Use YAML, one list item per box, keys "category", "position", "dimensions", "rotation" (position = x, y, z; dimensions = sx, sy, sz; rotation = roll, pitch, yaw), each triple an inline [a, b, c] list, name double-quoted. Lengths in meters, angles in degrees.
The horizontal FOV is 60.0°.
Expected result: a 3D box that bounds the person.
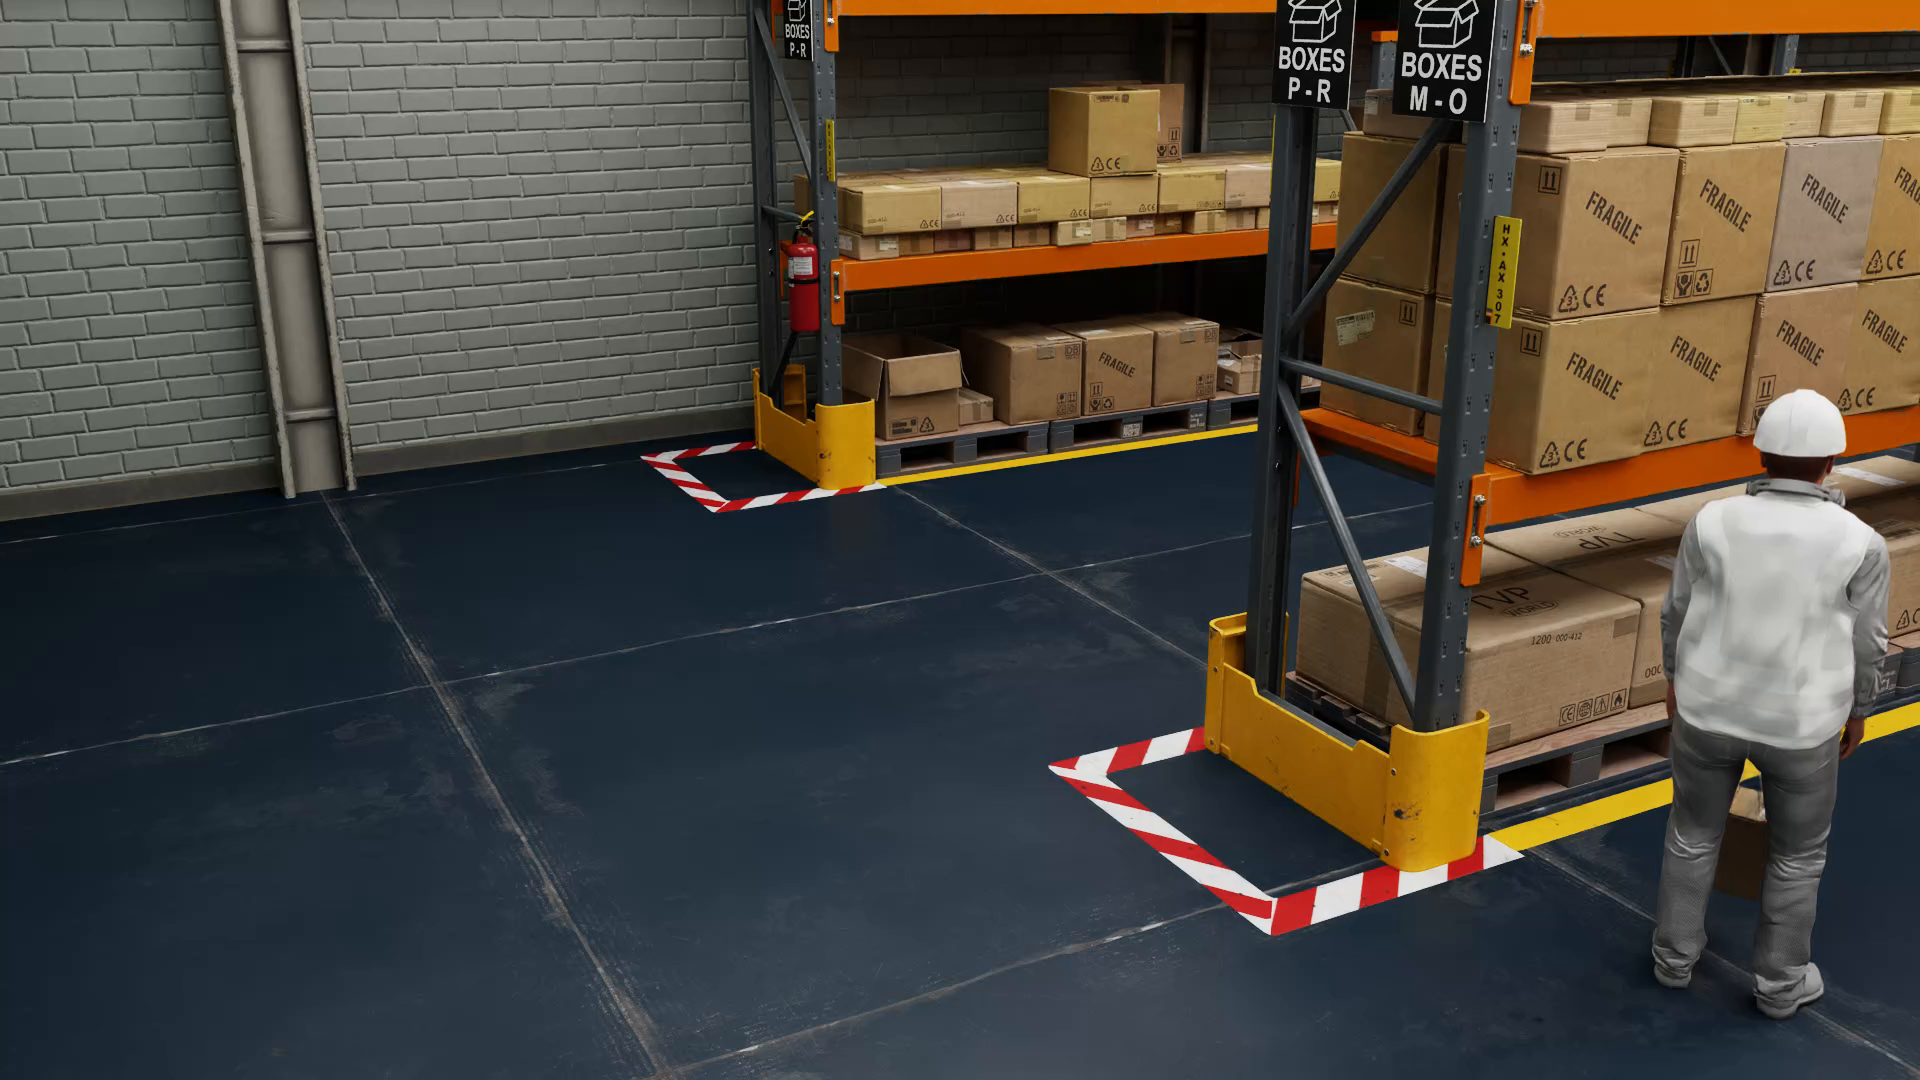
- category: "person"
  position: [2.215, 0.466, 4.610]
  dimensions: [0.565, 1.771, 0.443]
  rotation: [12, 22, 32]
